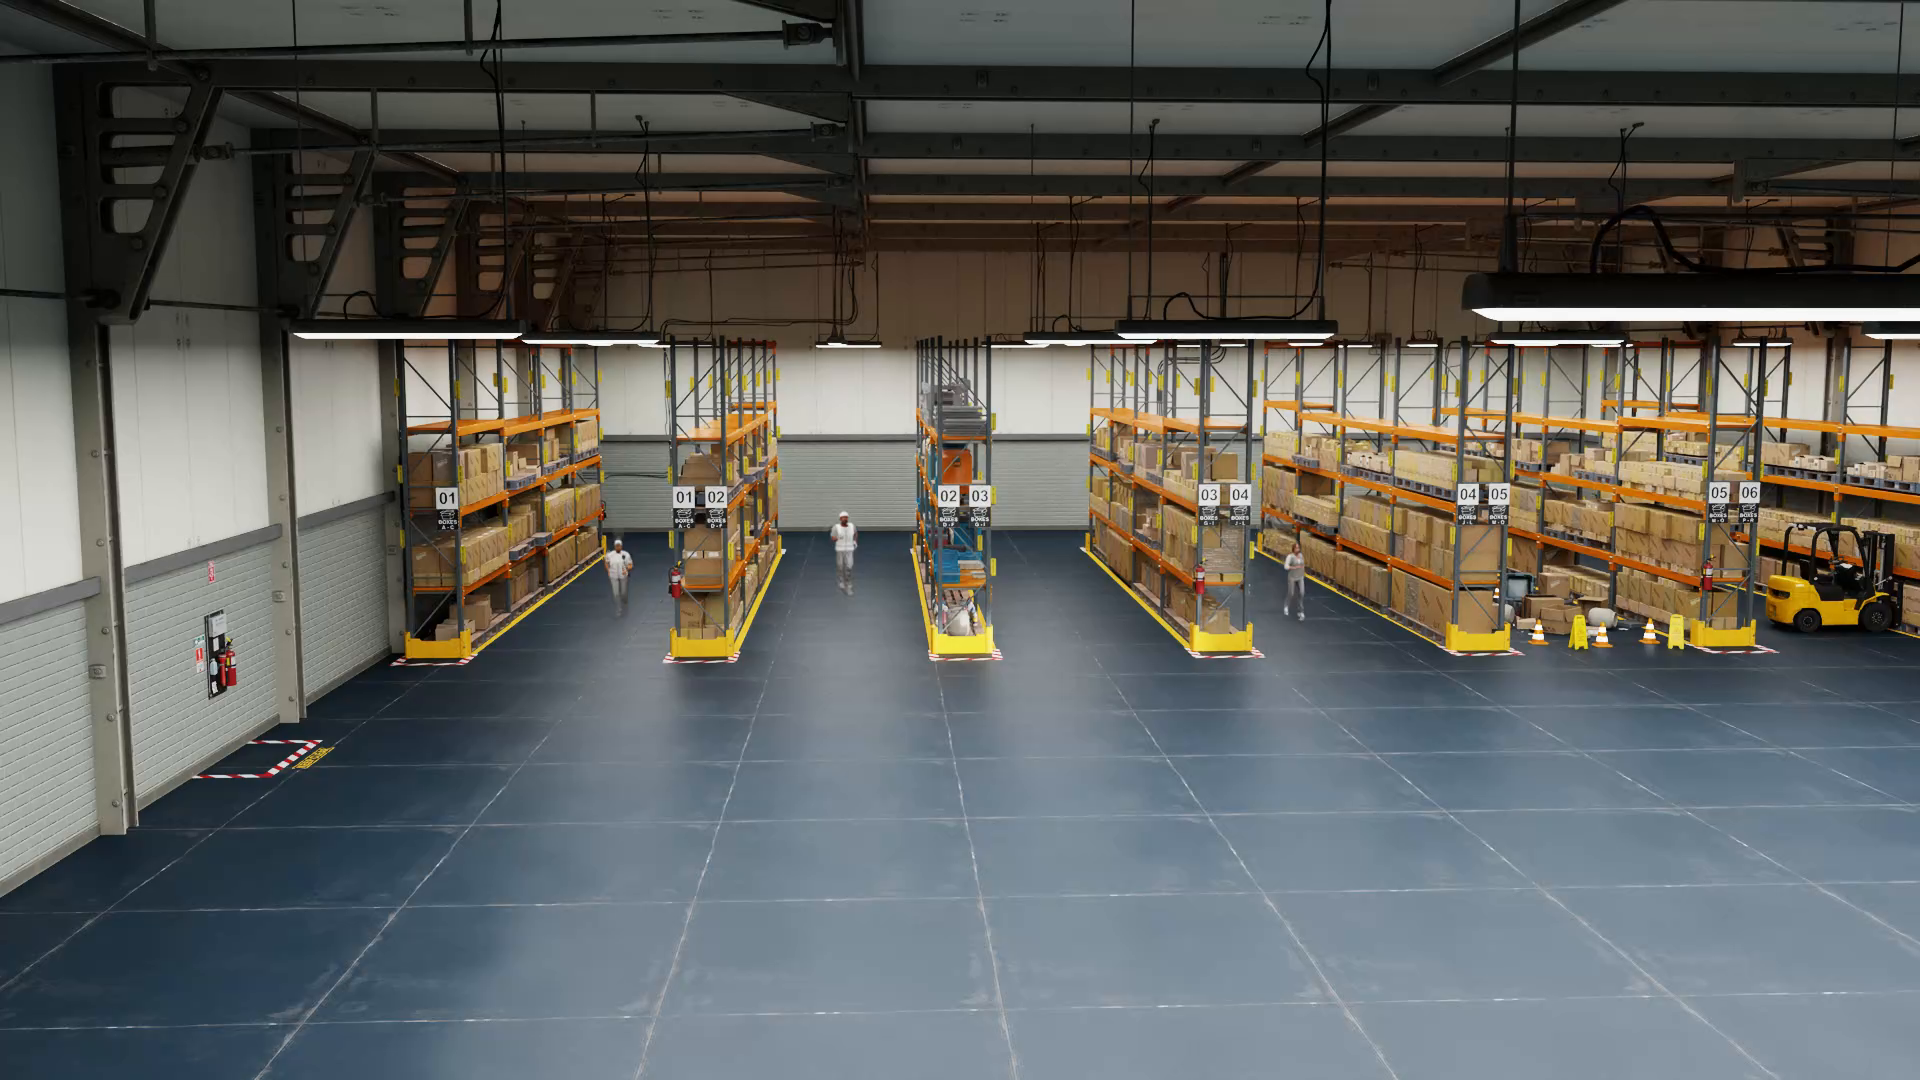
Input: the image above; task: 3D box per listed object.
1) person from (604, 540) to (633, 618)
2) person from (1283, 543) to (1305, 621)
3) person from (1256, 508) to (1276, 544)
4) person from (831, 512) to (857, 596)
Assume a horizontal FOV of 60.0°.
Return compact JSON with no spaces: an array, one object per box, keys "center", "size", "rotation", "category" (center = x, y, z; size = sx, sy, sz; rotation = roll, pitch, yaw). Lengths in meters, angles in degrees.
[{"center":[-7.391,0.823,36.024],"size":[0.613,1.660,0.726],"rotation":[-1,7,-8],"category":"person"},{"center":[7.172,0.867,35.656],"size":[0.565,1.631,0.778],"rotation":[-2,7,-14],"category":"person"},{"center":[9.154,-0.654,49.208],"size":[0.763,1.649,0.715],"rotation":[1,7,12],"category":"person"},{"center":[-2.595,0.304,37.507],"size":[0.654,1.892,0.710],"rotation":[-1,7,-12],"category":"person"}]
